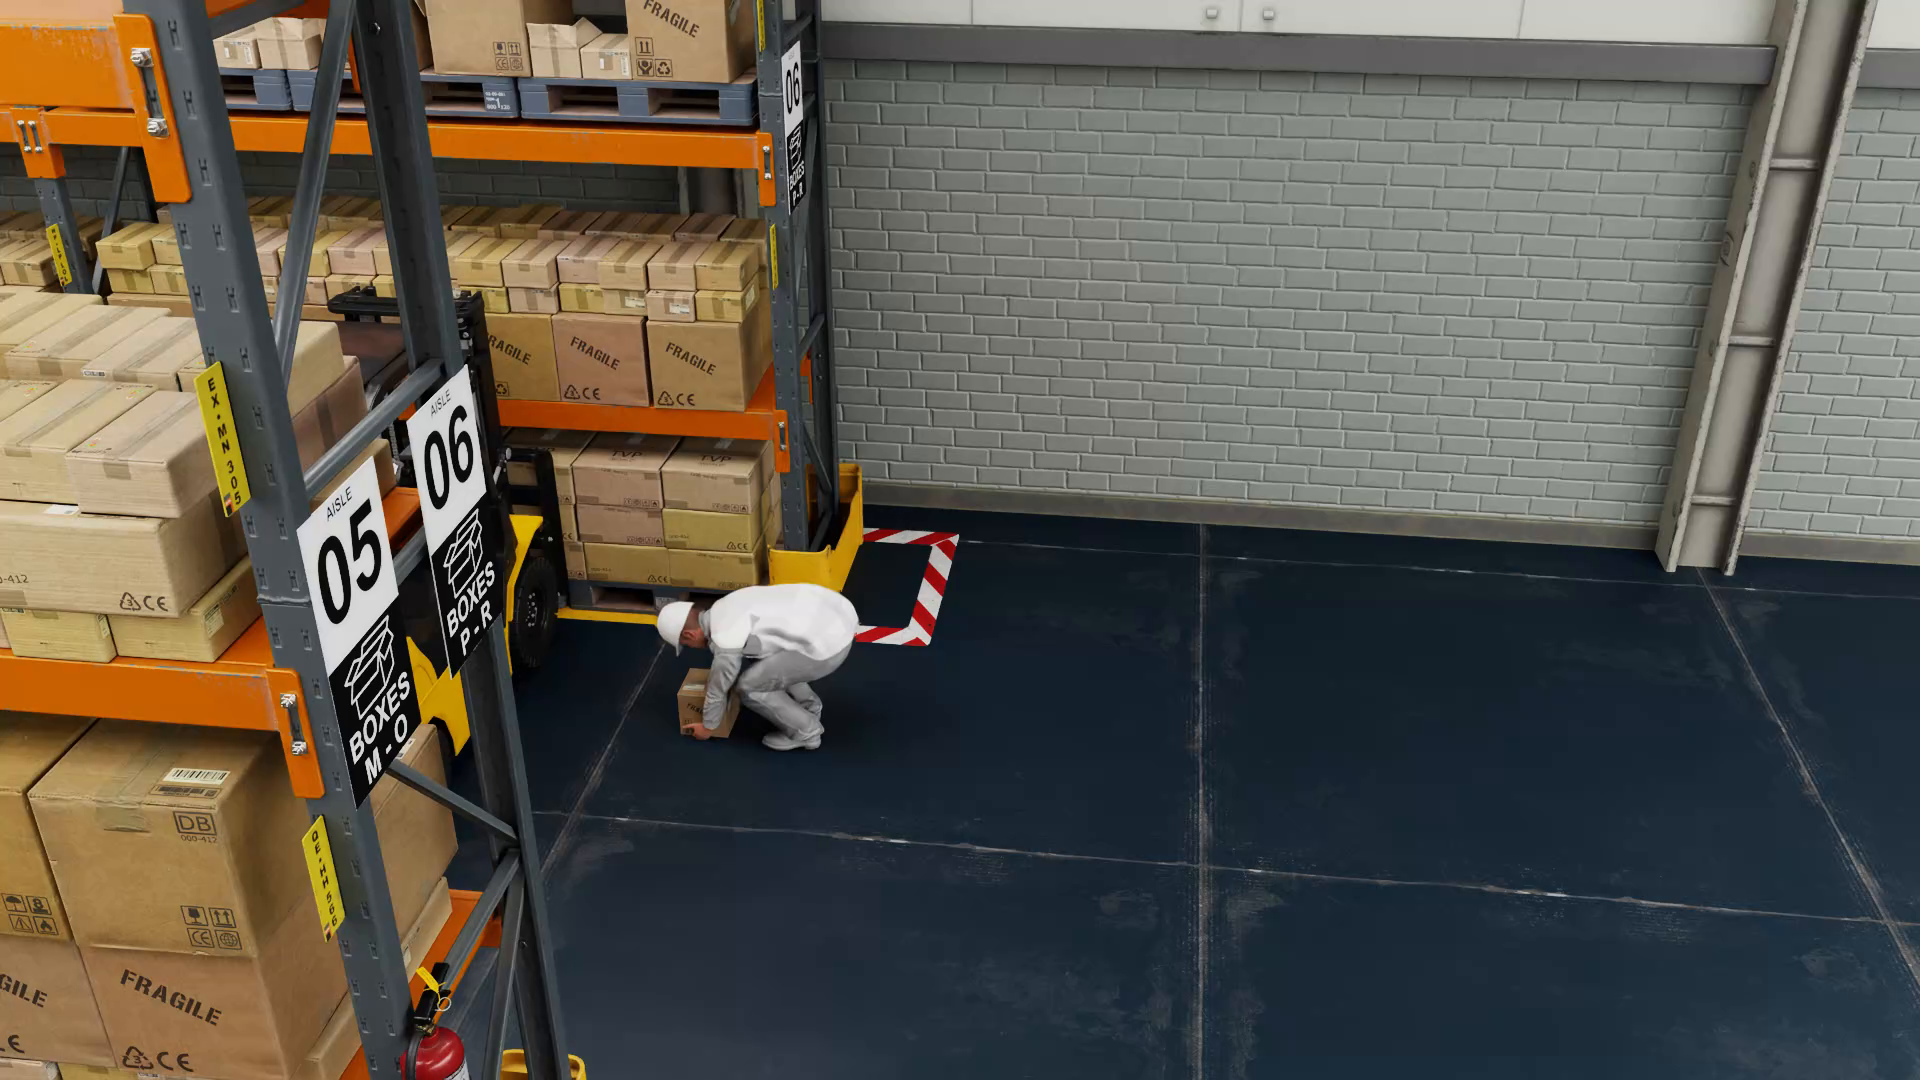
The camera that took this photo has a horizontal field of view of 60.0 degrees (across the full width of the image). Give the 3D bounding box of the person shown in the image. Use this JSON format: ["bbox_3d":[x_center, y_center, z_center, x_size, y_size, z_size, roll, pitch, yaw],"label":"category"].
[{"bbox_3d":[-0.893,0.214,8.205,0.556,1.764,0.494,4,28,7],"label":"person"}]
